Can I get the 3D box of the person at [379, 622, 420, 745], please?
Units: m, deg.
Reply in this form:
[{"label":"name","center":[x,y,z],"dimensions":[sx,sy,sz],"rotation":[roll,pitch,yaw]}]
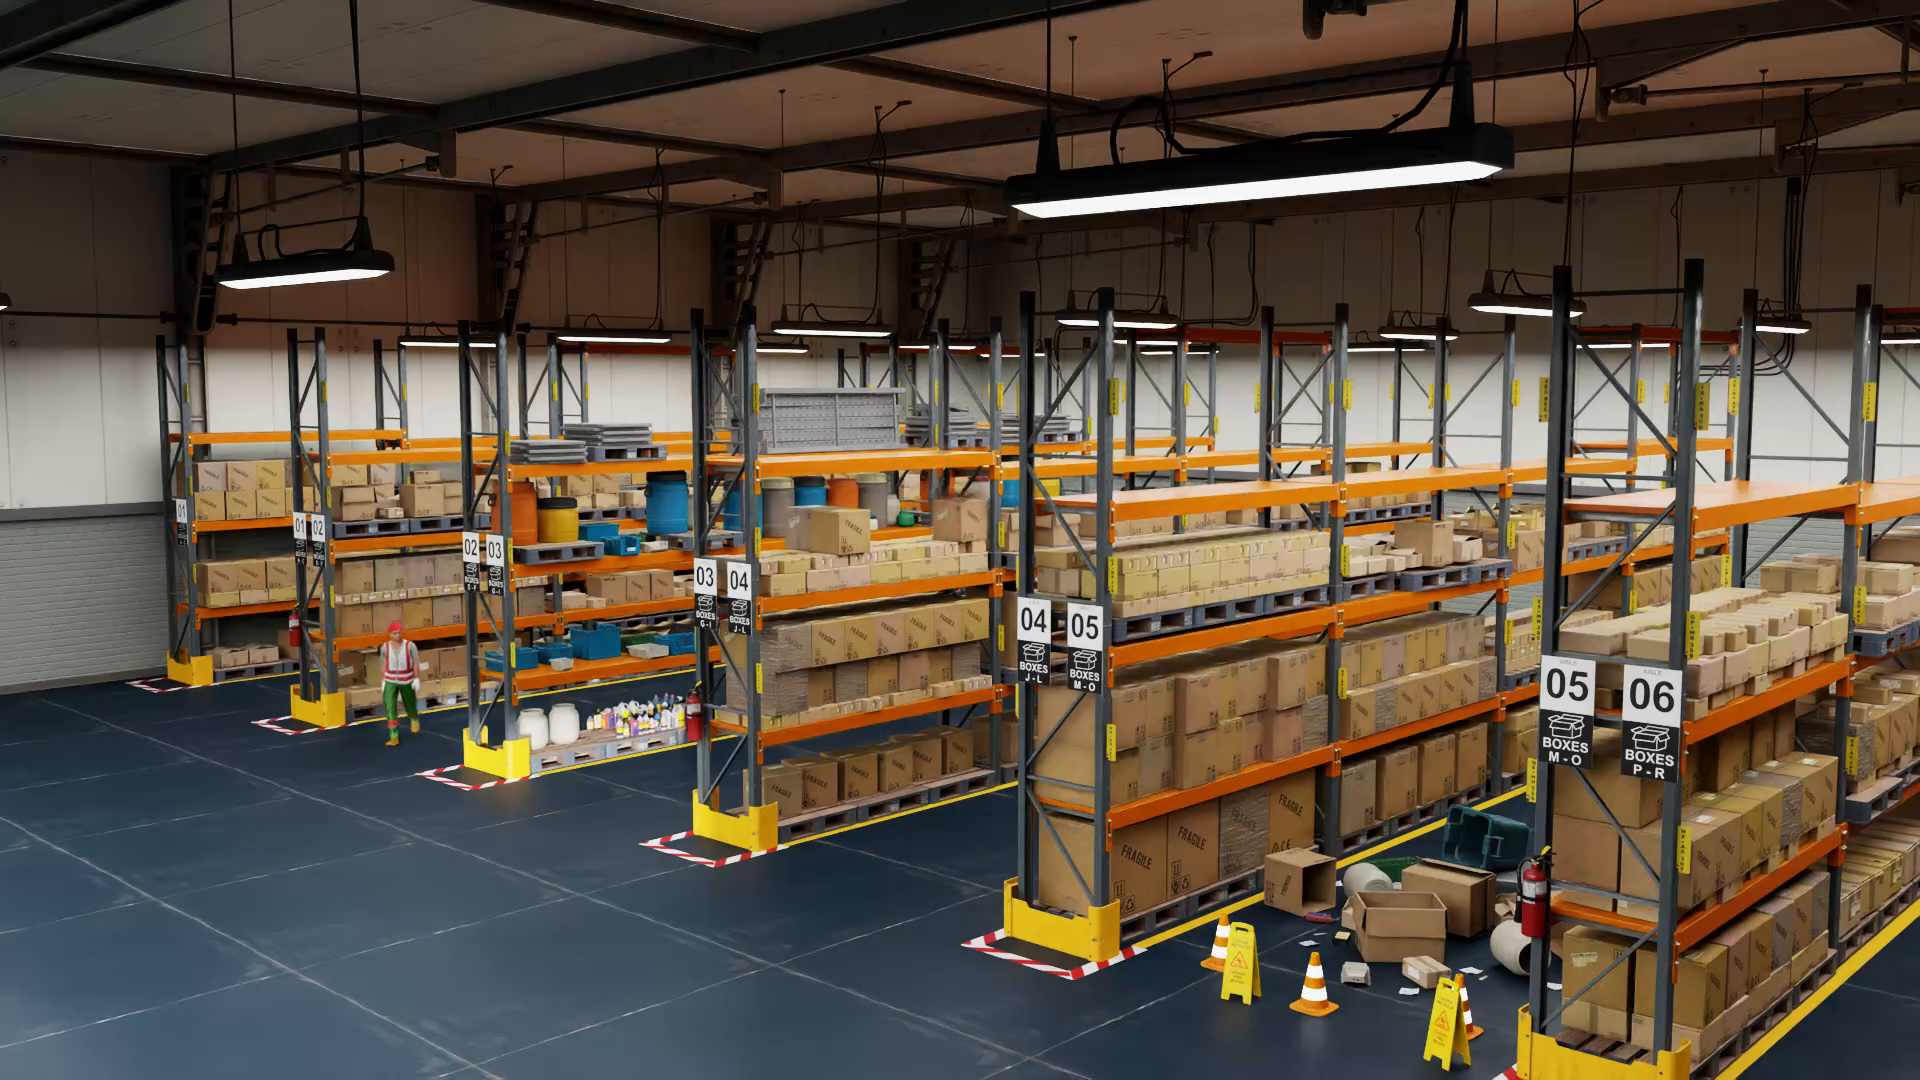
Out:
[{"label":"person","center":[-8.063,2.034,23.997],"dimensions":[0.545,1.756,0.933],"rotation":[0,5,-5]}]
